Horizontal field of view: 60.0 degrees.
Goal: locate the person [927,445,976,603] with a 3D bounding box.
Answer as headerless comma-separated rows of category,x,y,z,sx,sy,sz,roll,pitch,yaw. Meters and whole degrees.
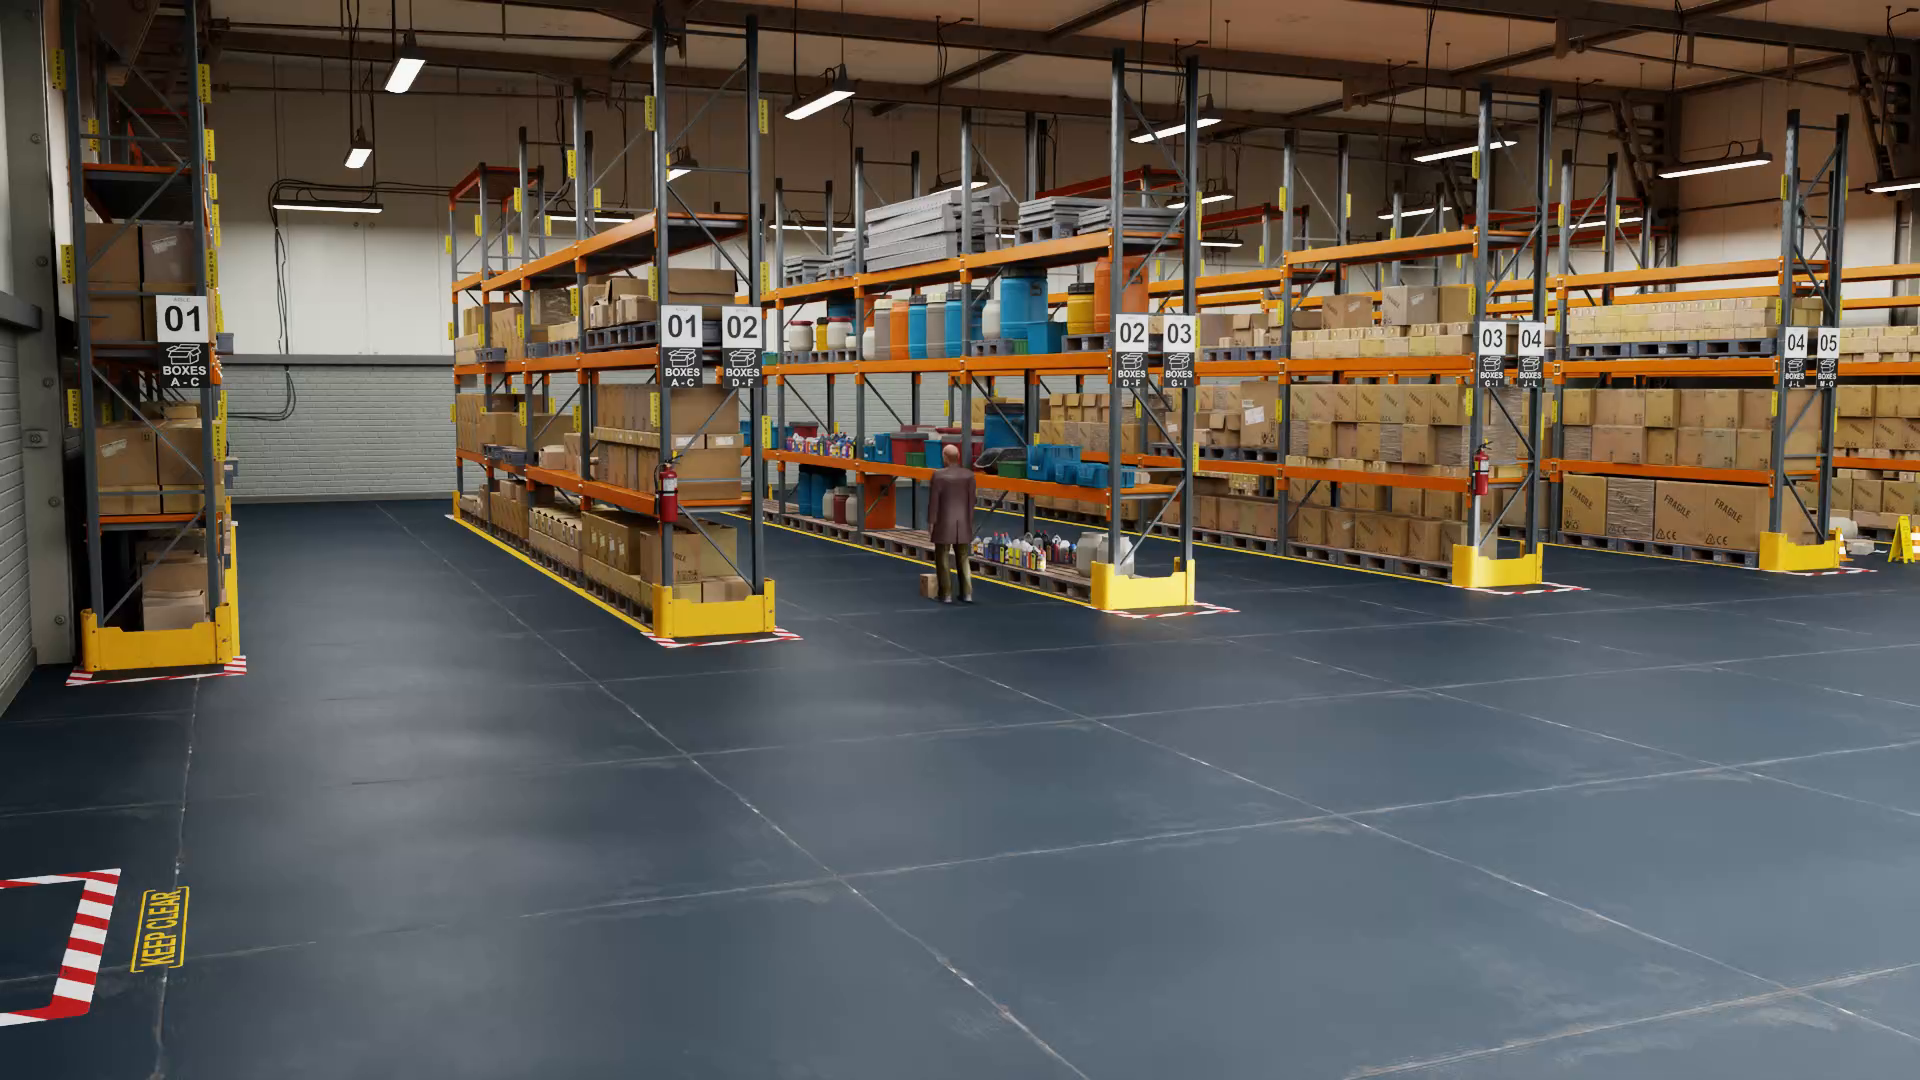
person,-0.111,-0.183,18.728,0.562,1.778,0.381,-2,6,-23
